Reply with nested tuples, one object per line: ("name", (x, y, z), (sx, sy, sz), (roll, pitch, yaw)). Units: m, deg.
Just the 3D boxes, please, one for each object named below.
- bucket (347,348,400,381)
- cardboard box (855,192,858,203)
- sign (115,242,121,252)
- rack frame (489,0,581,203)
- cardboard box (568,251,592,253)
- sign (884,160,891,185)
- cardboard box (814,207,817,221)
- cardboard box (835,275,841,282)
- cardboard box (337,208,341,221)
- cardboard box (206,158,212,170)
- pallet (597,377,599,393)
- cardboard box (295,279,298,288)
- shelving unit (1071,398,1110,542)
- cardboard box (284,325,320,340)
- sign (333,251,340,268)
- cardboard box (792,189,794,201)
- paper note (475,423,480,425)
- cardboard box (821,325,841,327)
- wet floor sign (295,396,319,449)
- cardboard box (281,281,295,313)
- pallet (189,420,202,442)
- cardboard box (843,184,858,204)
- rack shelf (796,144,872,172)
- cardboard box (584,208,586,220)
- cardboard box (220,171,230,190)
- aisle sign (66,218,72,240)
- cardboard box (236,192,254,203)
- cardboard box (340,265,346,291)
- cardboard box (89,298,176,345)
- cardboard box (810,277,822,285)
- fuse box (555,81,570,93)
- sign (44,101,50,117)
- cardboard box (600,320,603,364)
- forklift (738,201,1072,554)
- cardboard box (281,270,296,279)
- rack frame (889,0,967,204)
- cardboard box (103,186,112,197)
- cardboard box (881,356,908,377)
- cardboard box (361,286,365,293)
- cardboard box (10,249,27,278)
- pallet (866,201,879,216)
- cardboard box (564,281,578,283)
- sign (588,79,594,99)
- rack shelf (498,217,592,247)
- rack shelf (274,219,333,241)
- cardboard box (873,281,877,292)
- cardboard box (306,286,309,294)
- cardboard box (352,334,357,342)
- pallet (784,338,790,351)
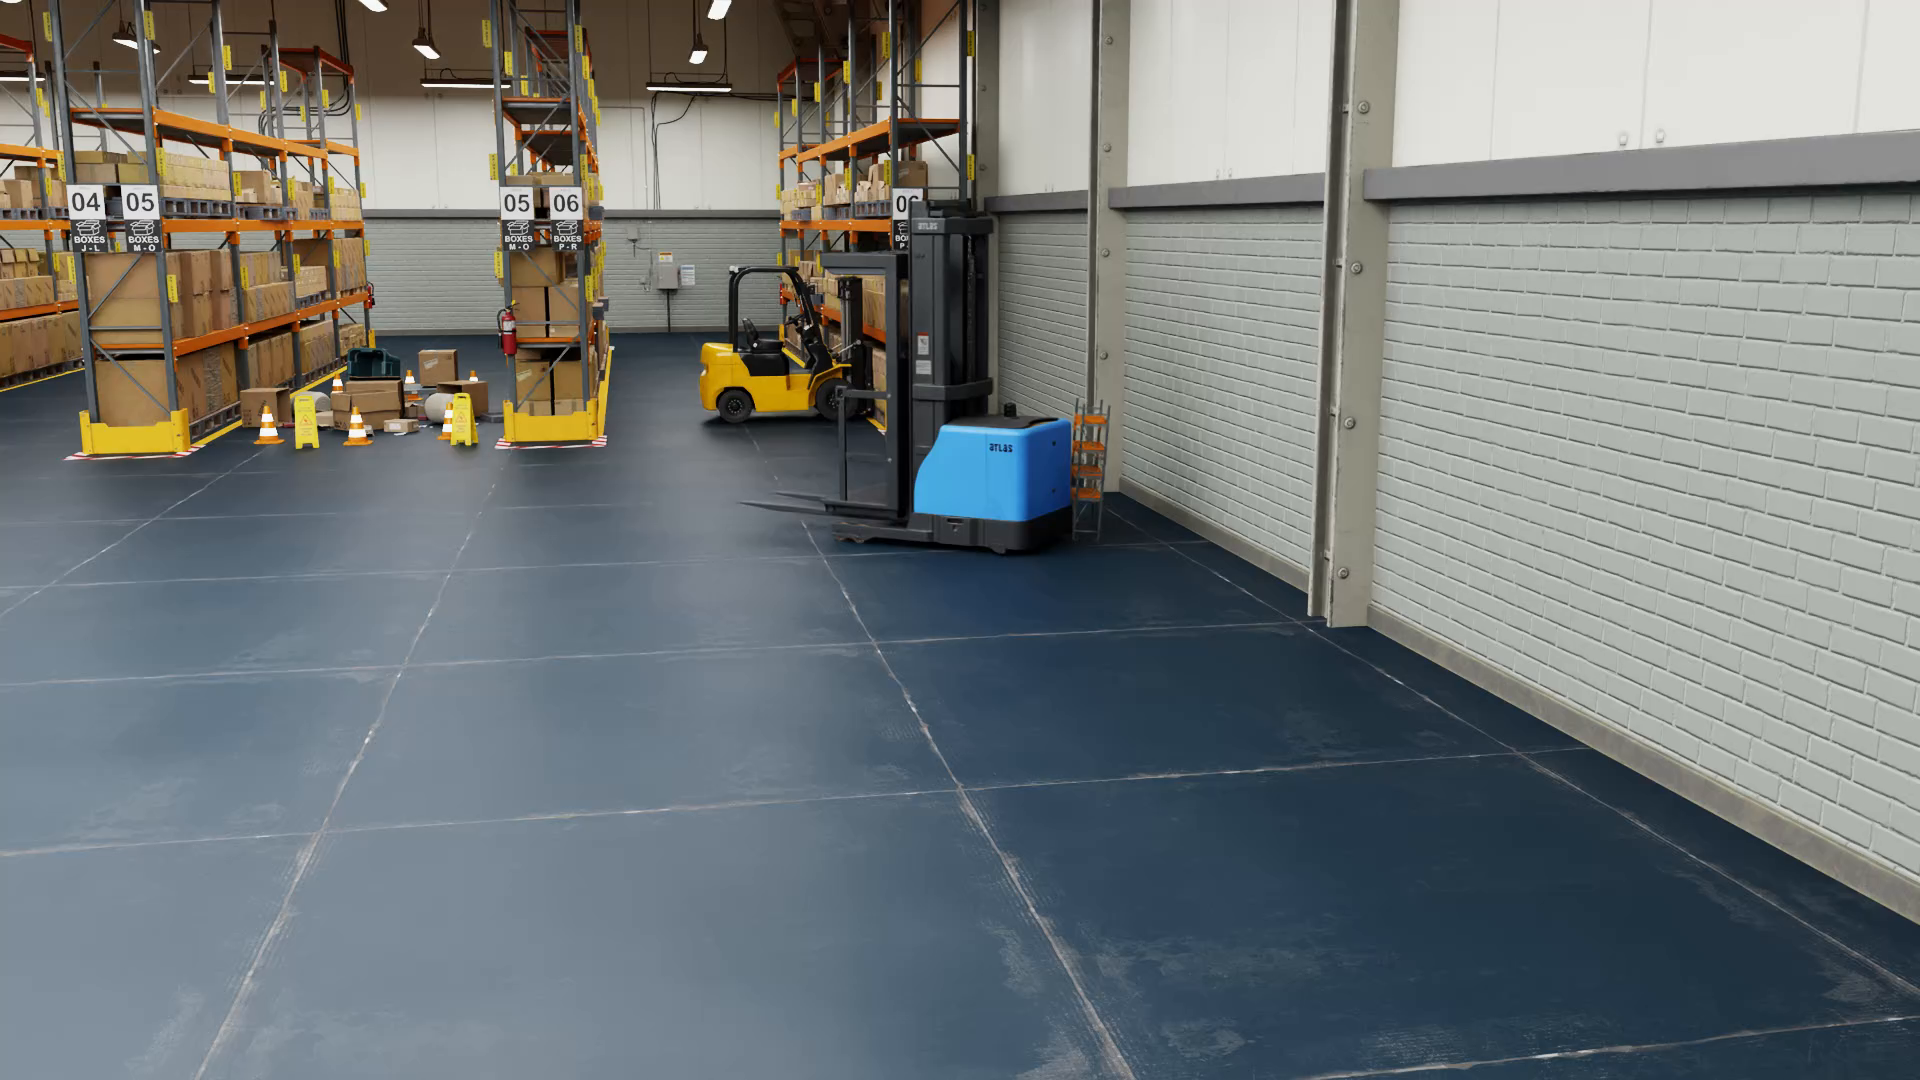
("bucket", (-8.603, -2.502, 24.509), (0.726, 0.611, 0.620), (2, 1, 9))
("cardboard box", (-1.397, -5.196, 25.235), (0.380, 0.149, 0.250), (-2, 11, -10))
("sign", (-17.575, -6.046, 34.708), (0.100, 0.325, 0.005), (-2, 11, -11))
("rack frame", (-5.277, -5.716, 20.663), (1.000, 3.000, 0.127), (-2, 11, -11))
("cardboard box", (-6.238, -4.667, 27.273), (0.380, 0.149, 0.250), (-3, 11, -14))
("sign", (-0.944, -4.803, 21.730), (0.100, 0.325, 0.005), (-2, 11, -11))
("cardboard box", (-2.401, -5.995, 30.551), (0.500, 0.250, 0.500), (-2, 11, -11))
("cardboard box", (-1.876, -4.386, 27.714), (0.380, 0.149, 0.250), (-2, 11, -13))
("cardboard box", (-12.384, -6.358, 32.455), (0.500, 0.250, 0.500), (-2, 11, -12))
("cardboard box", (-10.309, -5.060, 22.388), (0.380, 0.149, 0.250), (-2, 11, -11))
("pallet", (-6.449, -2.500, 27.267), (1.003, 0.211, 1.213), (-2, 11, -11))
("cardboard box", (-11.621, -4.413, 28.611), (0.380, 0.149, 0.250), (-2, 11, -8))
("shelving unit", (1.131, -0.629, 14.746), (0.258, 1.200, 0.503), (3, 11, -4))
("cardboard box", (-11.748, -3.704, 29.693), (0.500, 0.250, 0.500), (-2, 11, -11))
("sign", (-11.903, -5.361, 31.746), (0.100, 0.325, 0.005), (-2, 11, -11))
("cardboard box", (-3.184, -7.120, 34.326), (0.500, 0.250, 0.500), (-2, 11, -12))
("paper note", (-6.762, -1.620, 23.126), (0.142, 0.019, 0.148), (-6, 13, -31))
("cardboard box", (-2.408, -3.945, 31.229), (0.380, 0.149, 0.250), (-2, 11, -9))
("wet floor sign", (-8.165, -1.481, 20.752), (0.267, 0.644, 0.232), (-4, 12, -21))
("cardboard box", (-11.318, -4.014, 27.498), (0.500, 0.500, 0.500), (-2, 11, -11))
("pallet", (-10.345, -1.345, 21.197), (1.003, 0.211, 1.213), (-2, 11, -11))
("cardboard box", (-1.567, -5.493, 26.361), (0.500, 0.311, 0.500), (-2, 11, -13))
("rack shelf", (-2.354, -7.182, 31.356), (1.077, 0.370, 4.000), (-2, 11, -11))
("cardboard box", (-5.278, -4.429, 22.593), (0.380, 0.149, 0.250), (-2, 11, -10))
("cardboard box", (-10.543, -5.025, 23.267), (0.500, 0.250, 0.500), (-2, 11, -12))
("aisle sign", (-18.418, -6.623, 34.517), (0.394, 0.787, 0.004), (-2, 11, -11))
("cardboard box", (-10.908, -5.176, 25.130), (0.380, 0.149, 0.250), (-2, 11, -11))
("cardboard box", (-12.399, -5.157, 32.708), (0.500, 0.500, 0.500), (-2, 11, -11))
("cardboard box", (-10.229, -2.711, 20.516), (0.875, 0.550, 0.550), (-2, 11, -11))
("cardboard box", (-2.487, -4.732, 30.815), (0.500, 0.250, 0.500), (-3, 11, -14))
("fuse box", (-9.751, -11.242, 41.137), (0.513, 0.334, 0.176), (-2, 11, -11))
("sign", (-18.655, -8.808, 33.985), (0.100, 0.325, 0.005), (-2, 11, -11))
("cardboard box", (-7.055, -3.693, 30.634), (0.875, 0.875, 0.875), (-2, 11, -10))
("forklift", (-0.560, -1.496, 14.720), (3.031, 2.935, 1.130), (6, 12, 27))
("cardboard box", (-11.624, -4.554, 28.559), (0.380, 0.149, 0.250), (-2, 11, -13))
("rack frame", (-0.409, -5.898, 21.615), (1.000, 3.000, 0.127), (-2, 11, -11))
("cardboard box", (-10.510, -4.225, 20.131), (0.380, 0.149, 0.250), (-2, 11, -11))
("cardboard box", (-0.804, -2.370, 22.685), (0.500, 0.250, 0.500), (-2, 11, -9))
("cardboard box", (-12.884, -5.332, 35.362), (0.380, 0.149, 0.250), (-2, 11, -11))
("cardboard box", (-17.077, -4.909, 29.513), (0.797, 0.503, 0.637), (-2, 11, -10))
("pallet", (-0.762, -4.735, 23.768), (1.003, 0.211, 1.213), (-2, 11, -11))
("cardboard box", (-5.408, -3.343, 23.174), (0.500, 0.500, 0.500), (-2, 11, -12))
("sign", (-6.303, -7.703, 28.390), (0.100, 0.325, 0.005), (-2, 11, -11))
("rack shelf", (-5.666, -4.256, 22.938), (1.077, 0.370, 4.000), (-2, 11, -11))
("rack shelf", (-12.058, -5.525, 29.604), (1.077, 0.370, 4.000), (-2, 11, -11))
("cardboard box", (-1.025, -3.606, 23.618), (0.380, 0.149, 0.250), (-2, 11, -11))
("cardboard box", (-11.818, -4.453, 29.621), (0.380, 0.149, 0.250), (-2, 11, -10))
("cardboard box", (-12.594, -4.133, 34.097), (0.380, 0.149, 0.250), (-2, 11, -8))
("pallet", (-3.350, -4.355, 37.013), (1.003, 0.211, 1.213), (-2, 11, -11))
